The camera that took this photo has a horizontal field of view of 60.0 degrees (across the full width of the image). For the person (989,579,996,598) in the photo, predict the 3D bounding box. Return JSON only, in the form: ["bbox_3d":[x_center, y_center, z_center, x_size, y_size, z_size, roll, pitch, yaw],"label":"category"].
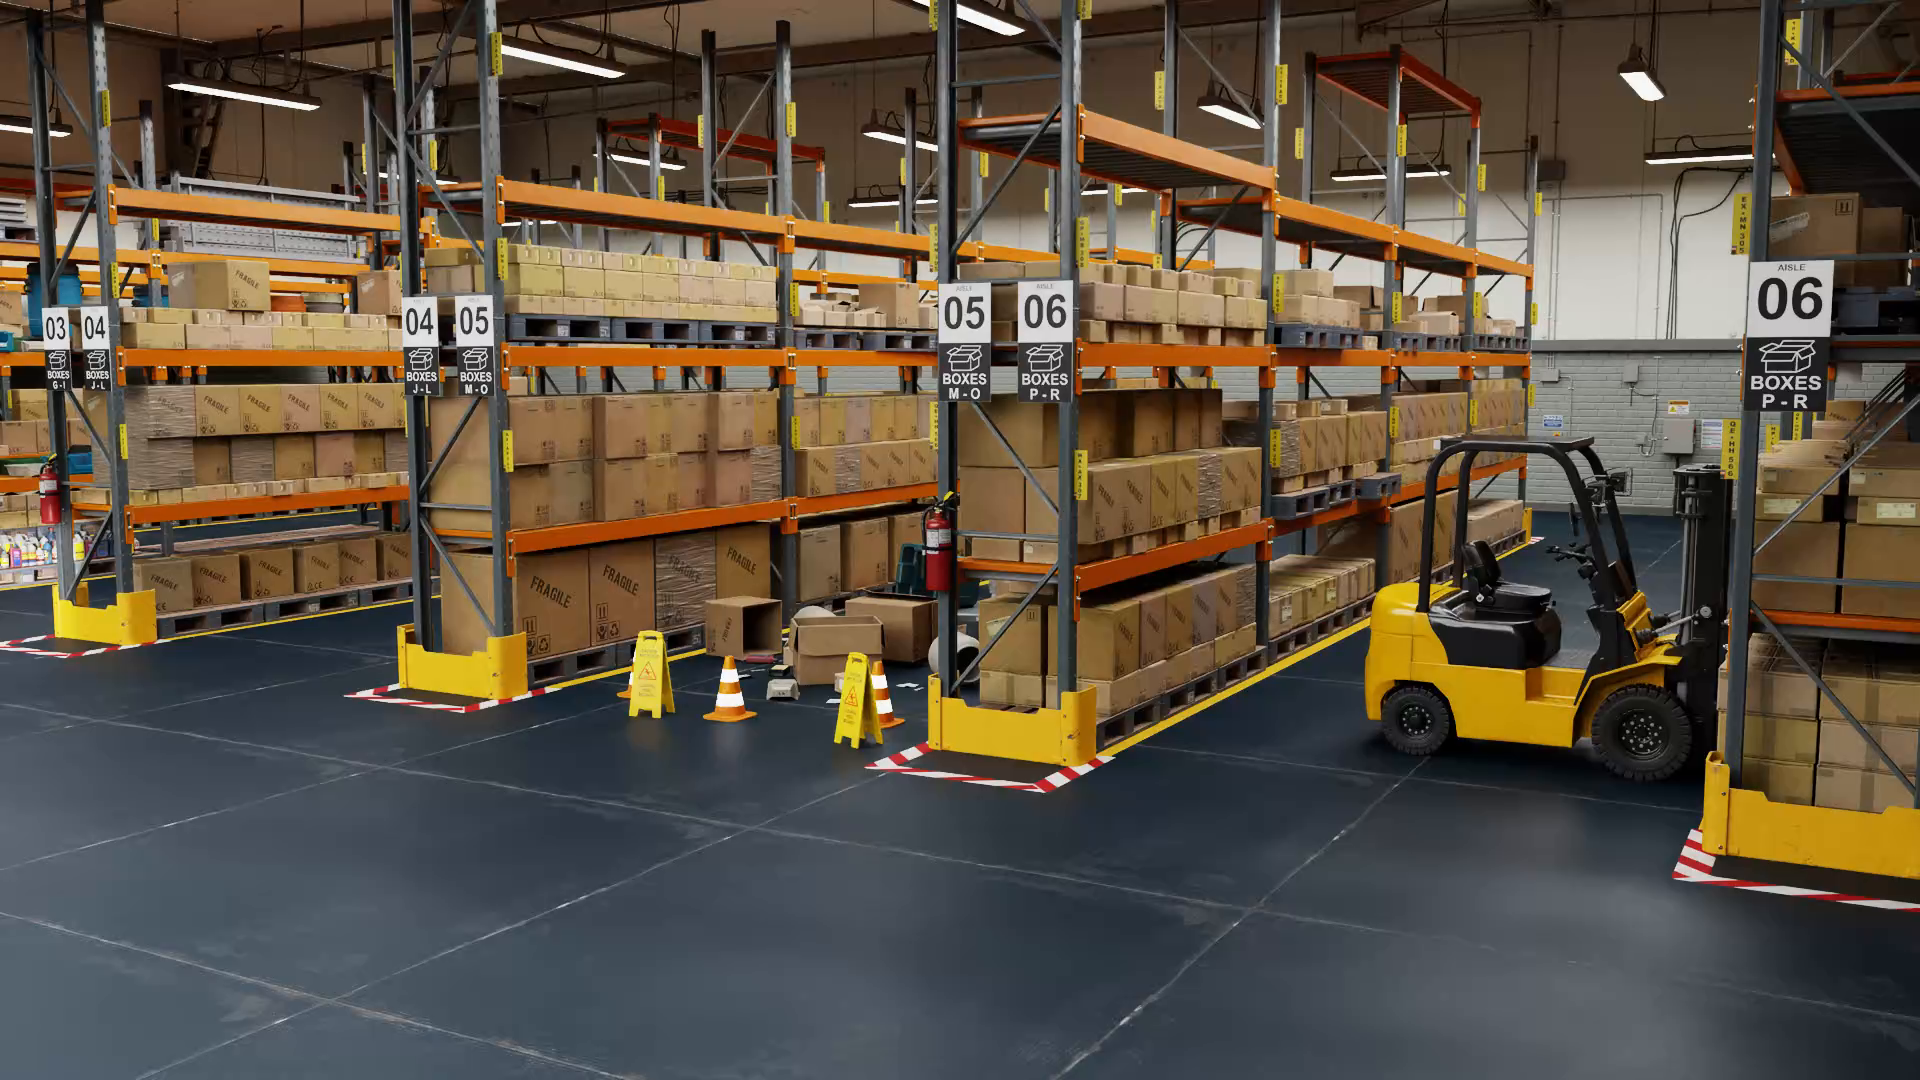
[{"bbox_3d":[0.475,-0.154,18.801,0.499,1.671,0.416,3,7,25],"label":"person"}]
